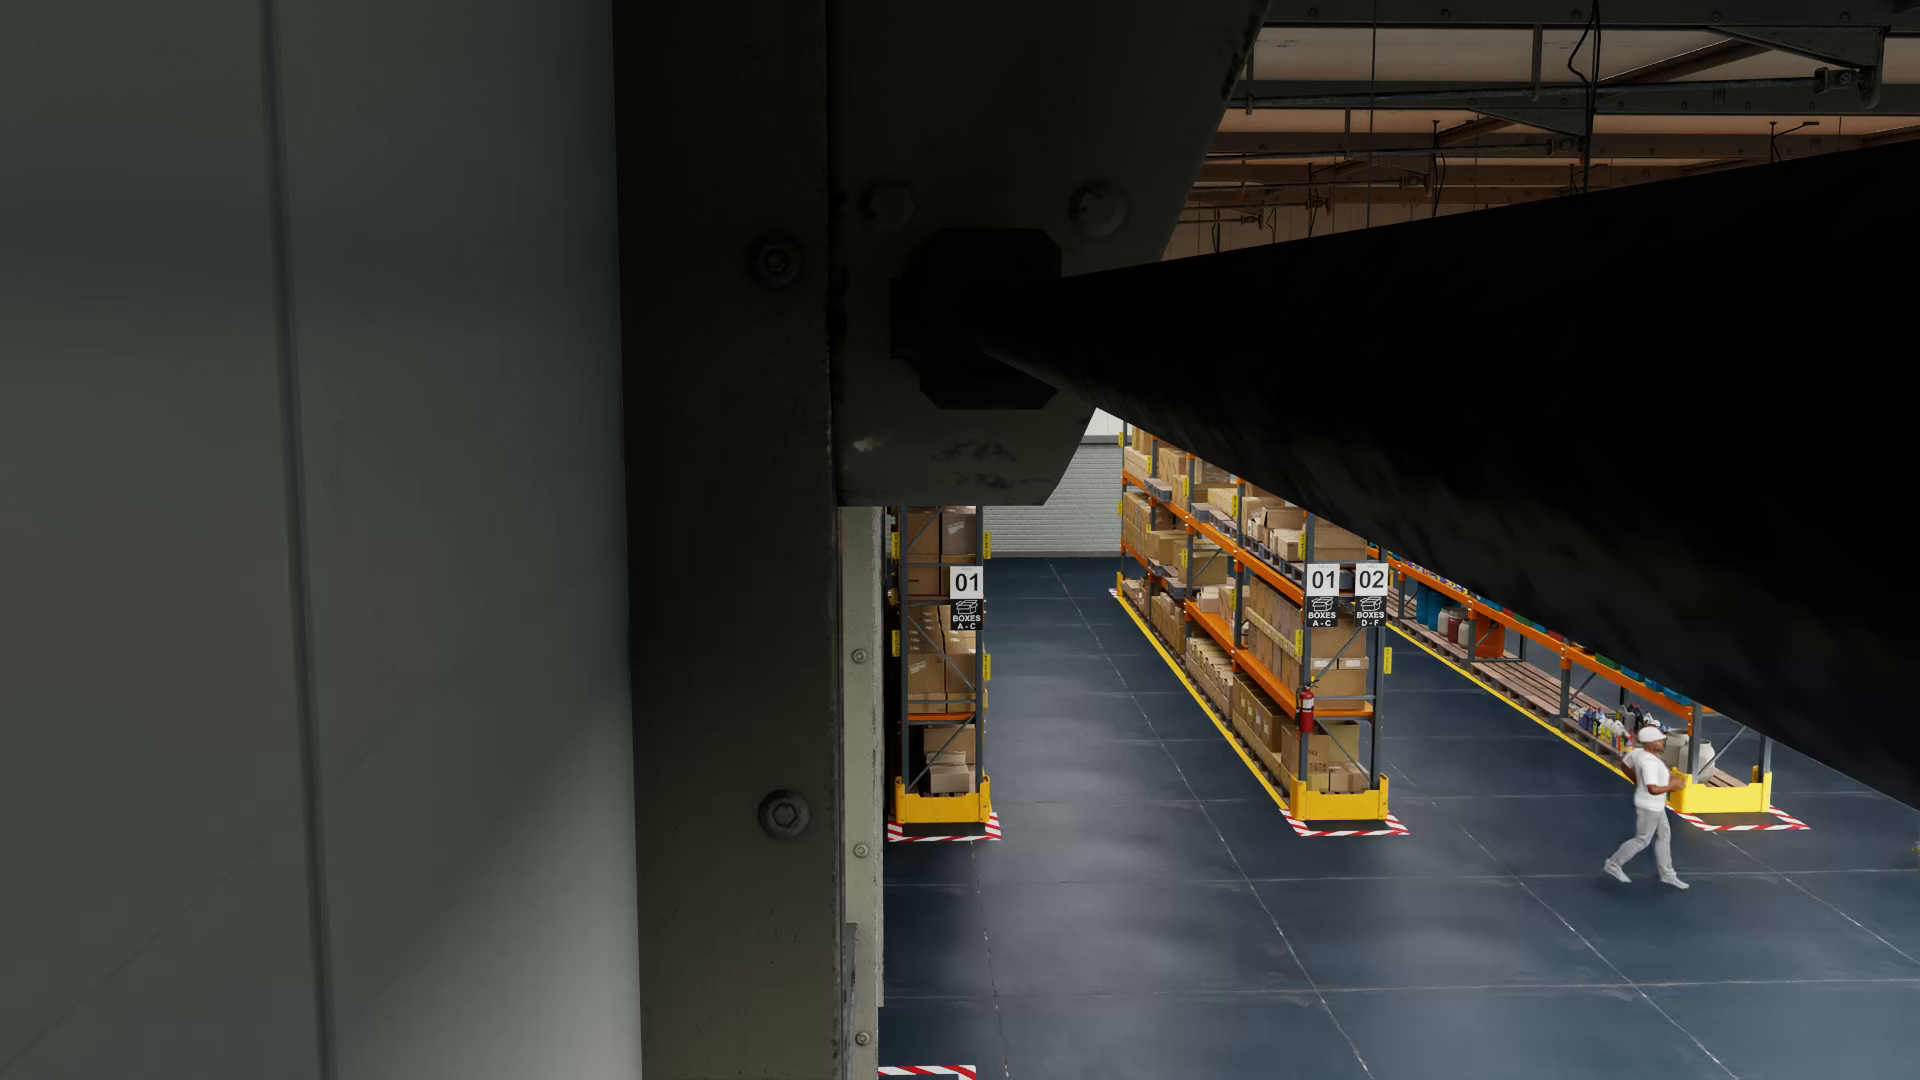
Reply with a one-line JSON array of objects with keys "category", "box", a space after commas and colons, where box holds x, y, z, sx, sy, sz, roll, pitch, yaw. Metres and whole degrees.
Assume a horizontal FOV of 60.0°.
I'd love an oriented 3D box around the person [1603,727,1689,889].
[{"category": "person", "box": [7.494, 2.902, 18.047, 0.887, 1.785, 0.688, 3, 9, 20]}]
